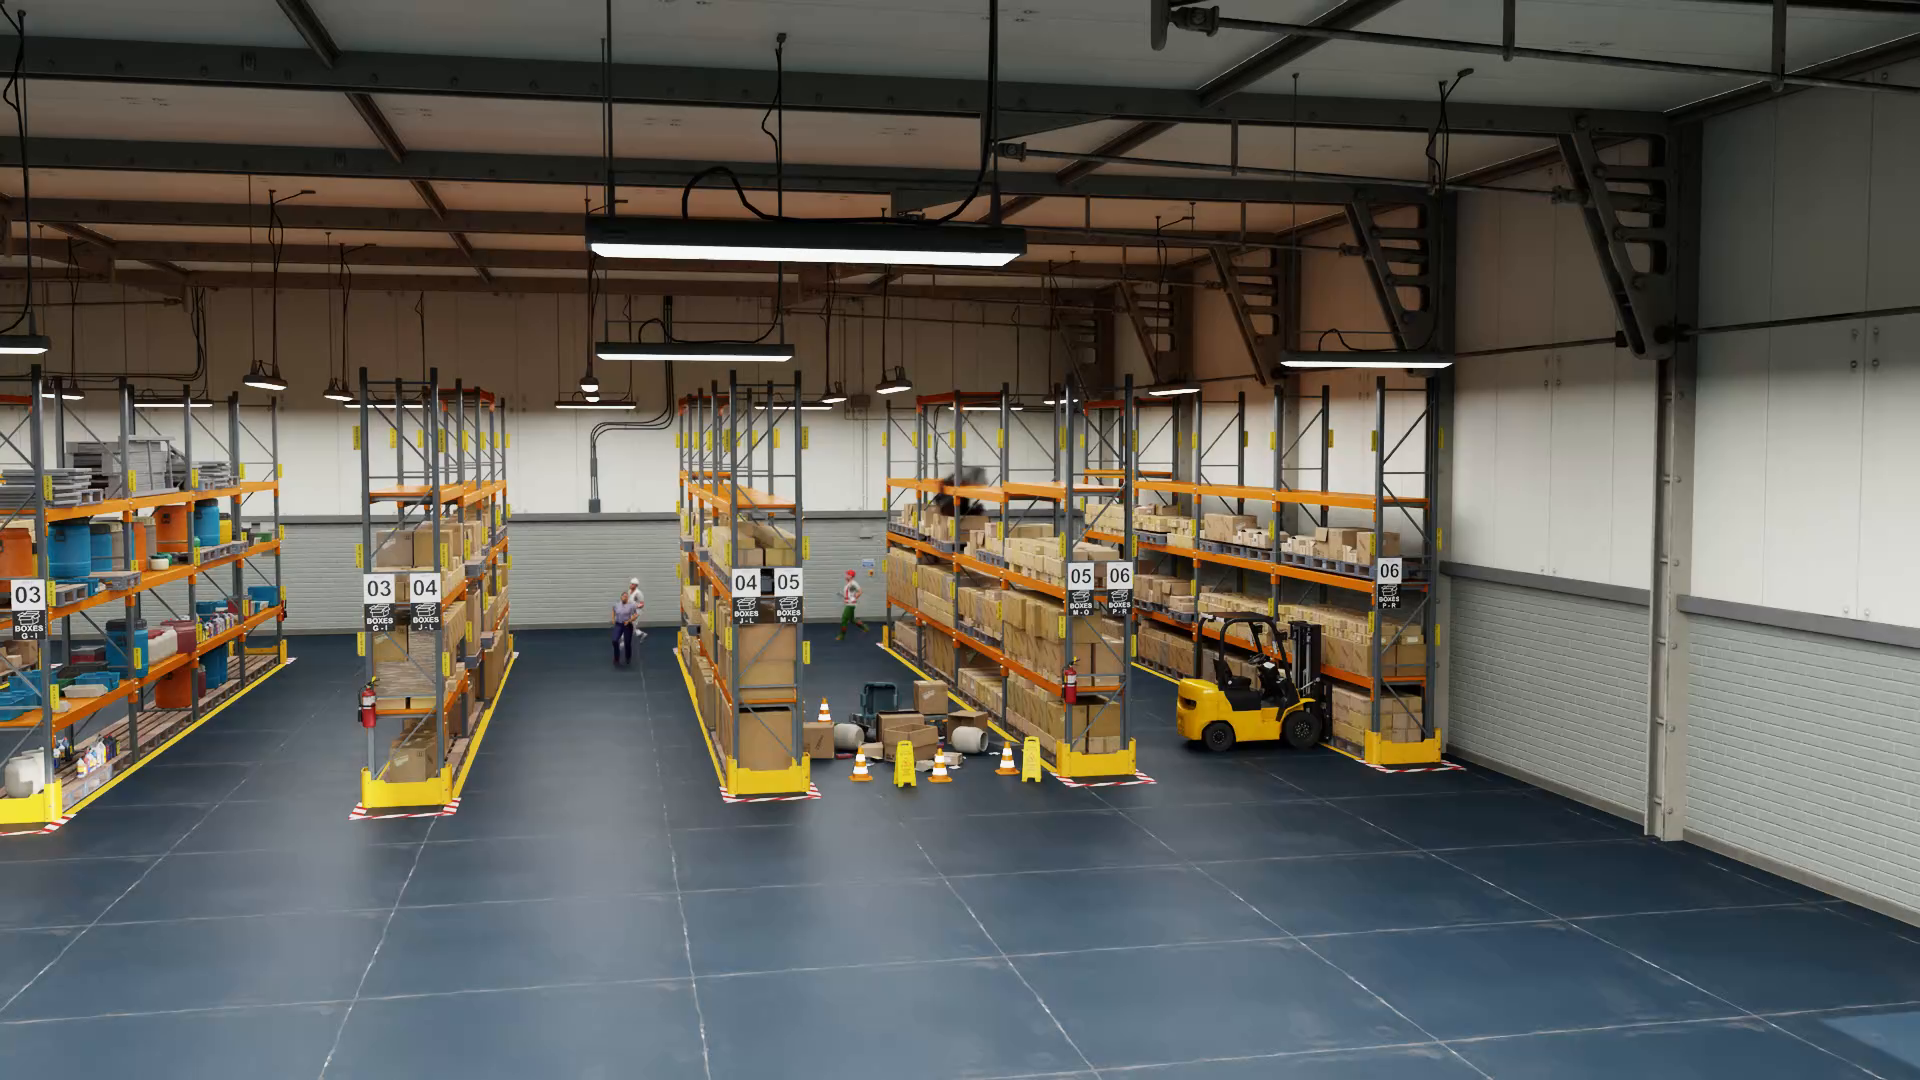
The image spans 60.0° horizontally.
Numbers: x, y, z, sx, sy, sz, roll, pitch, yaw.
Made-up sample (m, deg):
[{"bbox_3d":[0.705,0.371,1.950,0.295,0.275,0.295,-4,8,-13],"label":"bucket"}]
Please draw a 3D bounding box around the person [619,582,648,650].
[{"bbox_3d":[-7.776,1.795,39.749,0.816,1.685,0.704,-3,5,-42],"label":"person"}]

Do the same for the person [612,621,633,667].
[{"bbox_3d":[-7.516,2.303,37.139,0.427,1.047,0.684,0,3,-2],"label":"person"}]

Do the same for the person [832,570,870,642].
[{"bbox_3d":[-2.716,1.640,41.522,0.953,1.797,0.626,-1,3,-13],"label":"person"}]
